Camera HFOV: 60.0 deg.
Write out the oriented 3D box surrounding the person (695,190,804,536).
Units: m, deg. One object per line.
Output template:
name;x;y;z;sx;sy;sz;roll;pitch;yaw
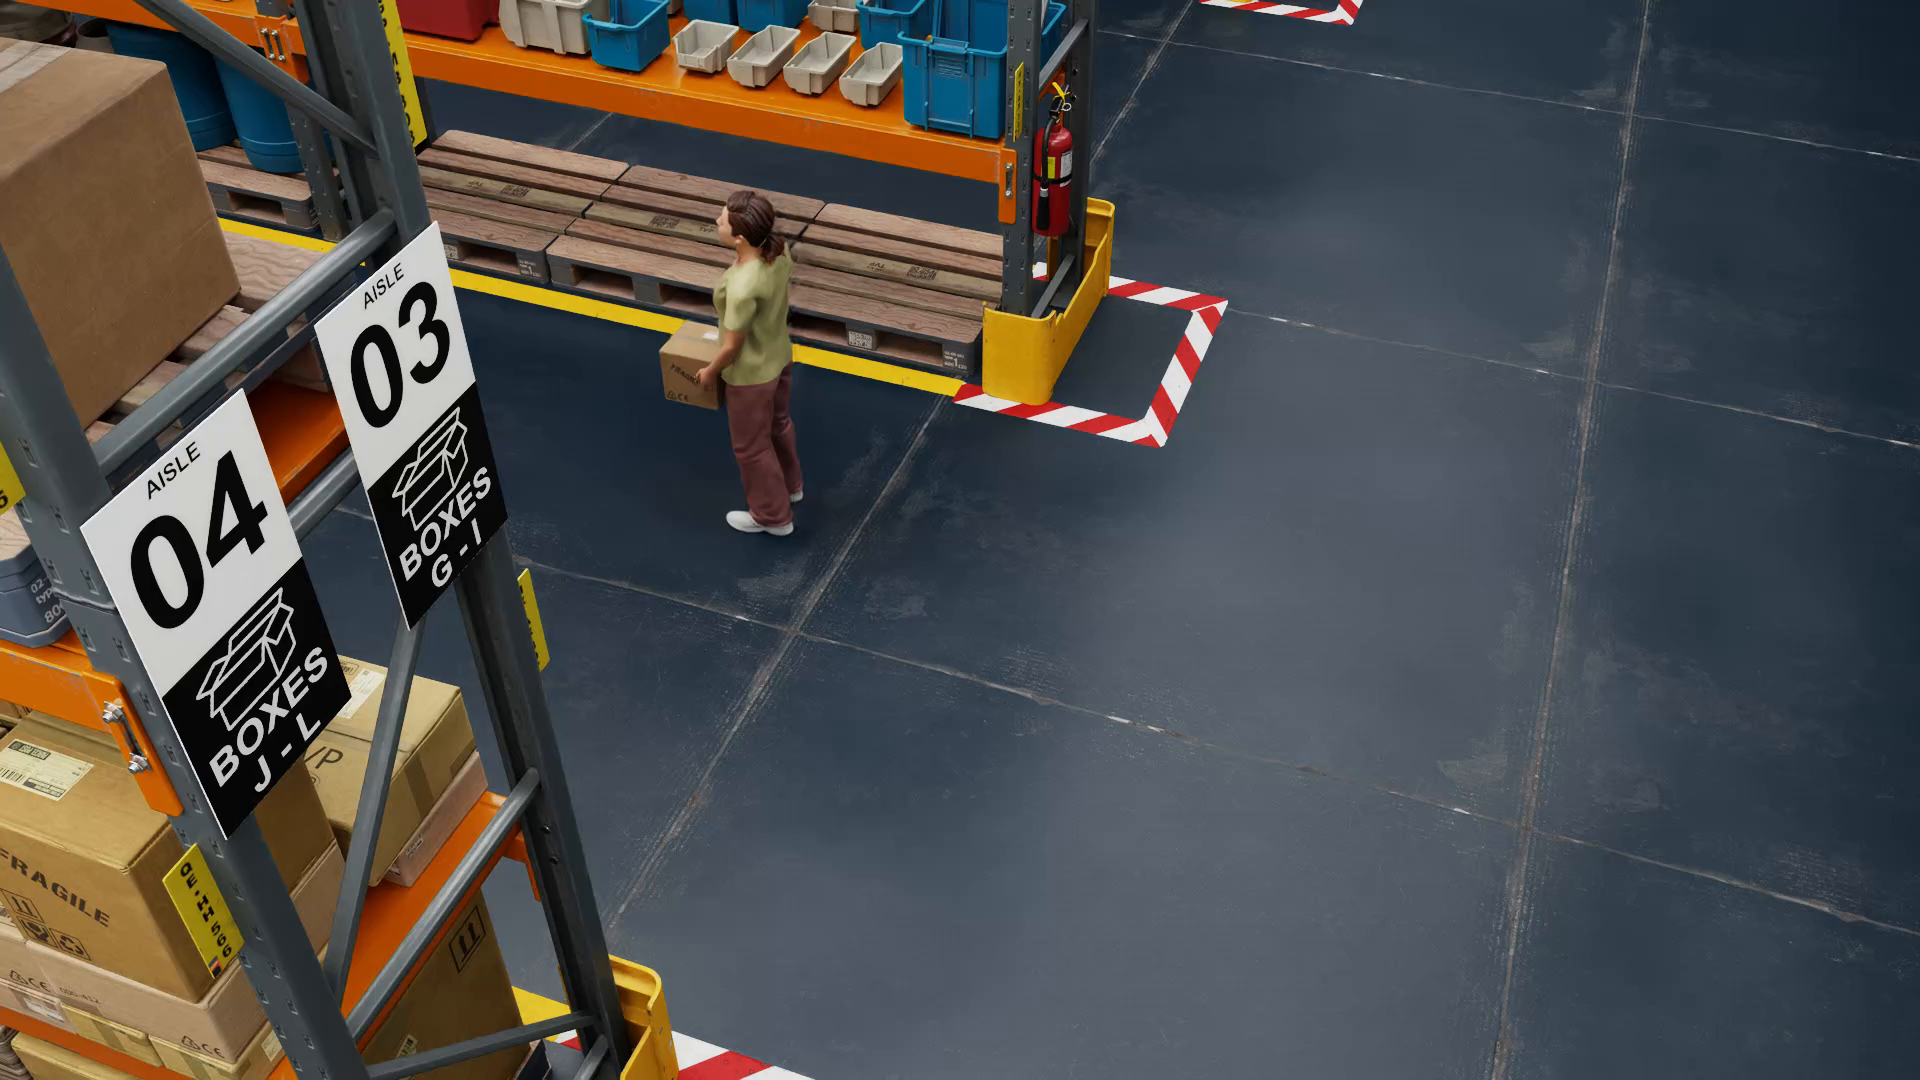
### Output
person;-0.874;-0.723;6.970;0.416;1.676;0.509;14;43;15
